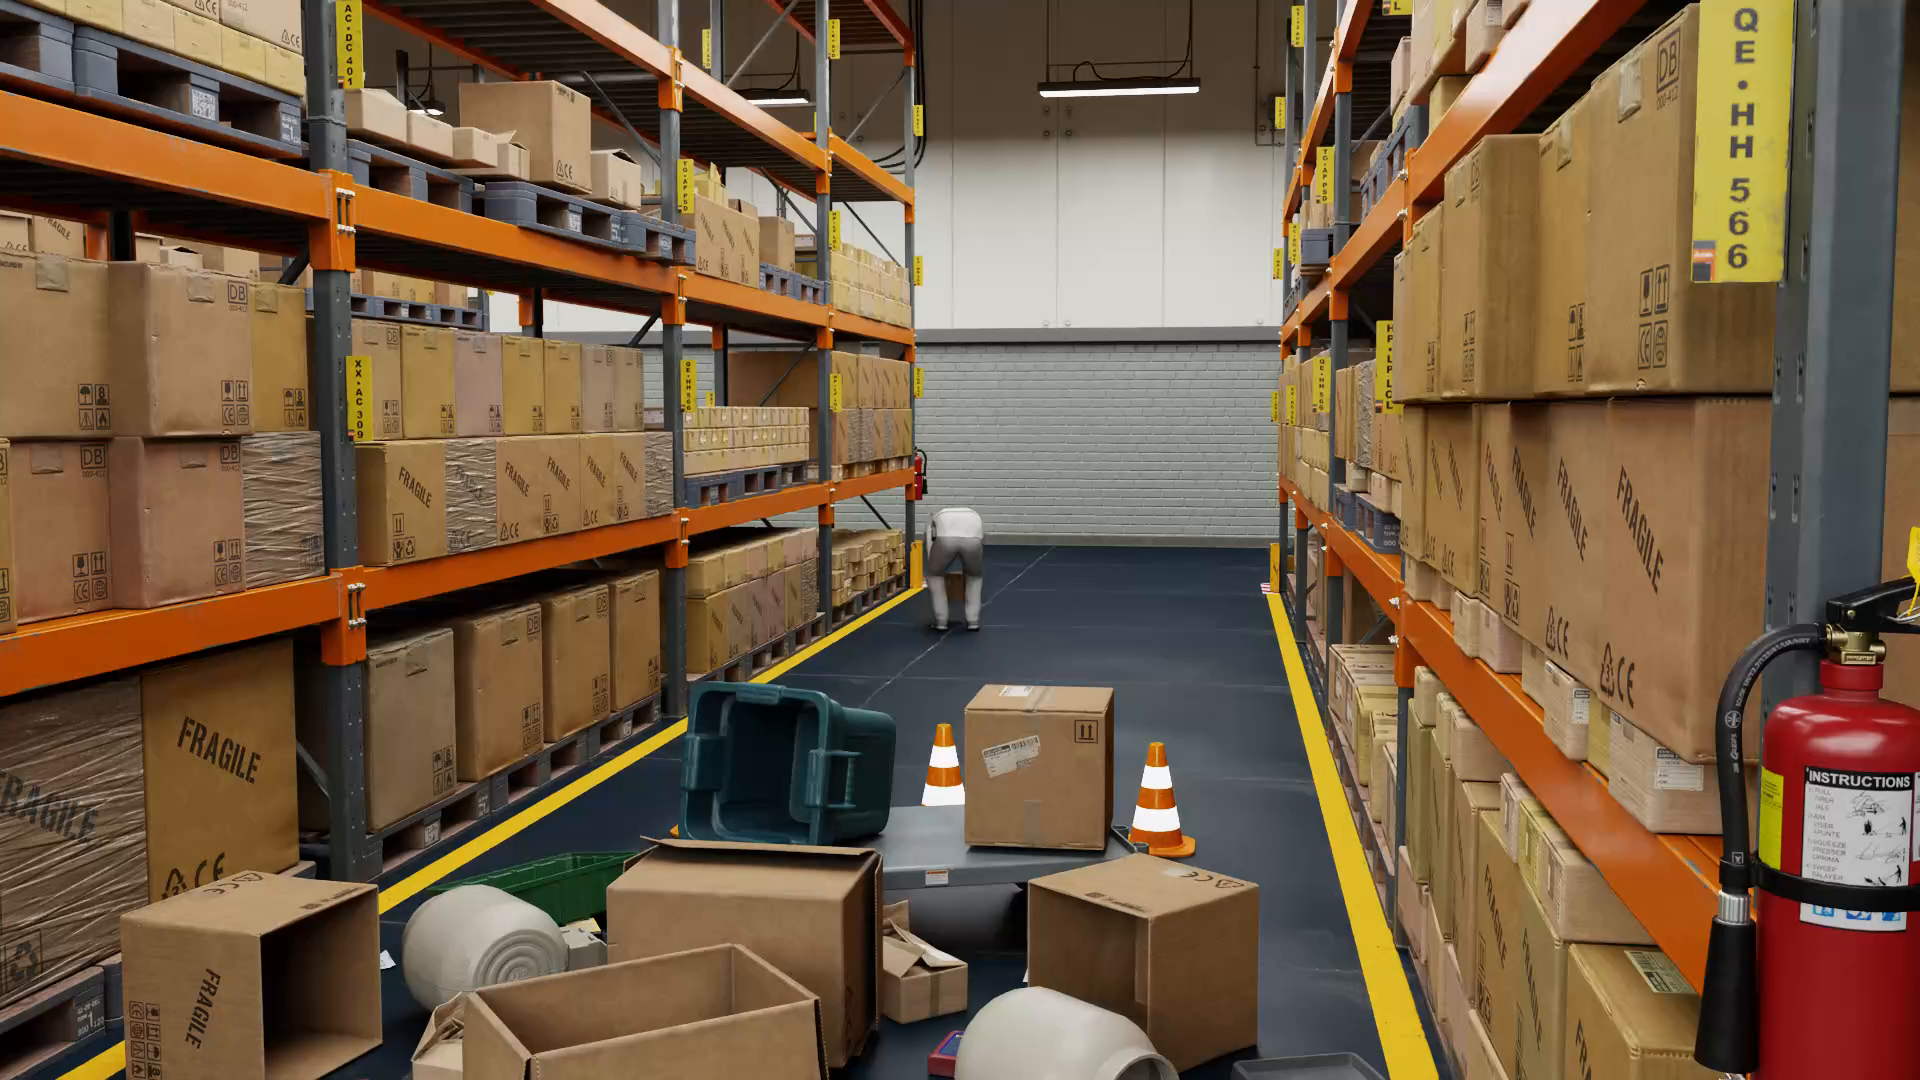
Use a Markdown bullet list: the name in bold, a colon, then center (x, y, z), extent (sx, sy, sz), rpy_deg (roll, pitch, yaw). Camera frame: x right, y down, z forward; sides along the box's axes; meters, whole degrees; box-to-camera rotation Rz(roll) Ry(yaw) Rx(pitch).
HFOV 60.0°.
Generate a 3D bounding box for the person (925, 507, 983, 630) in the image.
- **person**: center (-0.062, 0.236, 14.910), extent (0.514, 1.081, 1.044), rpy_deg (-1, 4, -7)
